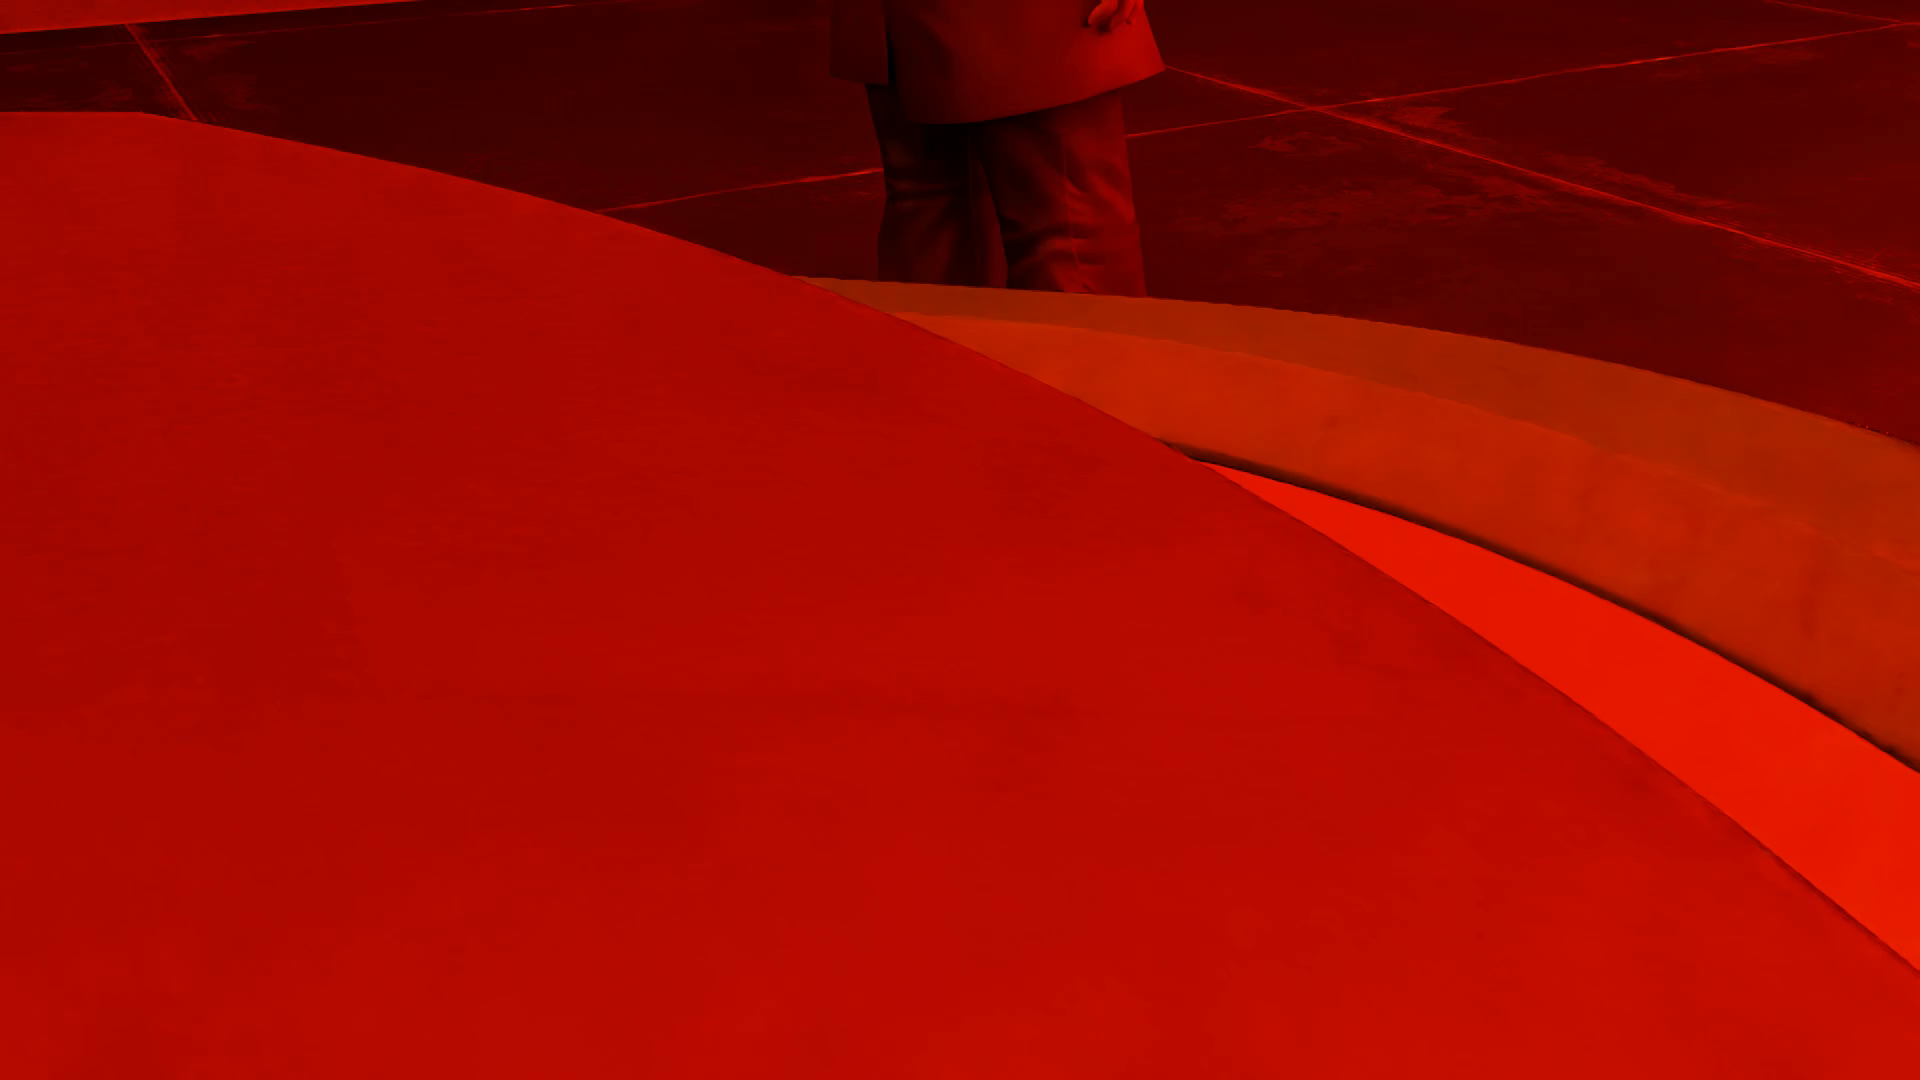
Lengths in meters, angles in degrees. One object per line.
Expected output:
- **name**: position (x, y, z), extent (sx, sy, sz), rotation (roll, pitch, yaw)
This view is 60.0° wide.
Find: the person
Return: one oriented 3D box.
- **person**: position (0.084, -0.817, 2.129), extent (0.579, 1.778, 0.686), rotation (-15, 30, -26)
